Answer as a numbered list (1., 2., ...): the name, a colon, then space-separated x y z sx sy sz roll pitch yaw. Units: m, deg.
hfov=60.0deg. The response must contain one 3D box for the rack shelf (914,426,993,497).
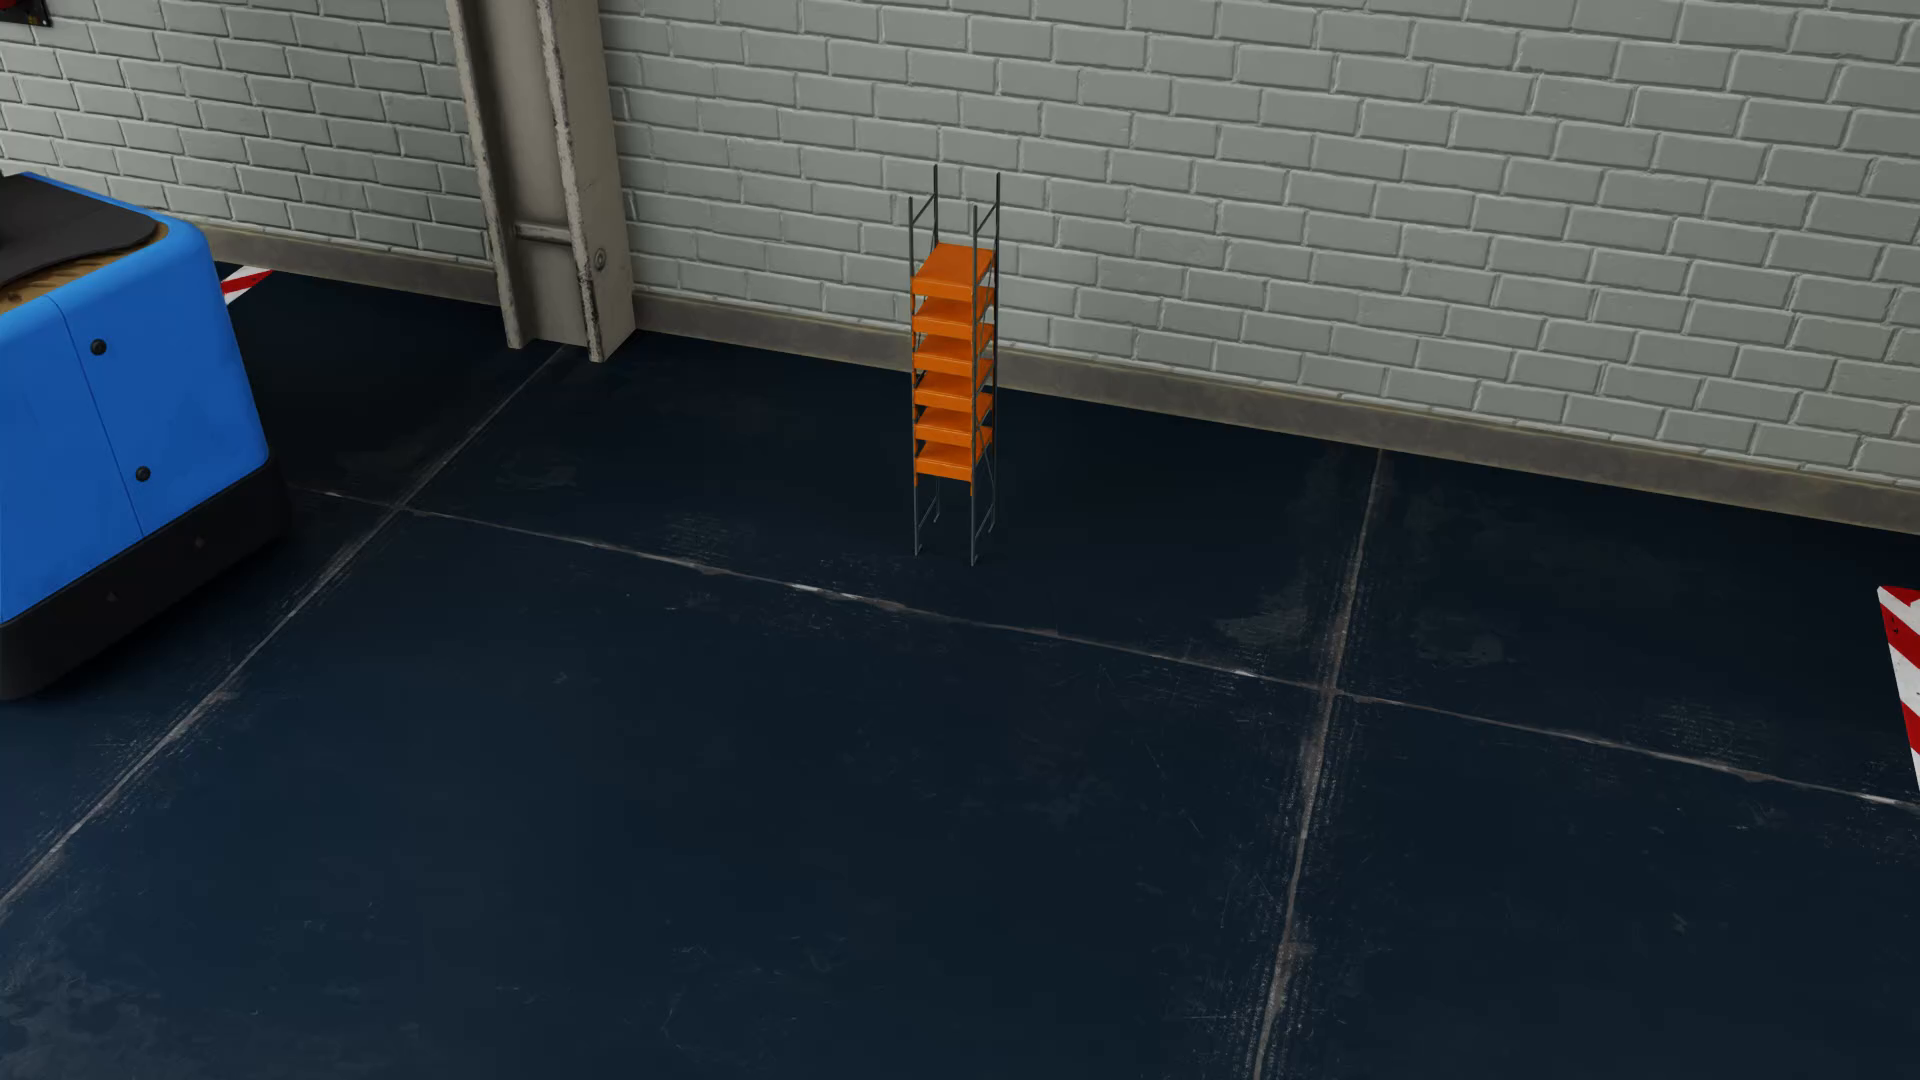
1. rack shelf: -0.014 -0.257 5.066 0.180 0.103 0.258 10 38 14

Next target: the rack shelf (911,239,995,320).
1. rack shelf: -0.014 -0.740 4.711 0.180 0.103 0.258 10 38 14

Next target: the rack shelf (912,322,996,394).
1. rack shelf: -0.014 -0.547 4.853 0.180 0.103 0.258 10 38 14

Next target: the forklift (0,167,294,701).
1. forklift: -3.624 -1.377 4.648 3.031 2.935 1.130 19 40 24

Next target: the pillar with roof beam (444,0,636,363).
1. pillar with roof beam: -2.746 -1.965 0.328 0.400 9.000 9.100 10 38 14

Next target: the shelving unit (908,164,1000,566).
1. shelving unit: -0.014 -0.486 4.898 0.189 1.200 0.258 10 38 14

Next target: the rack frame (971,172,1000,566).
1. rack frame: 0.074 -0.470 4.876 0.006 1.200 0.240 10 38 14

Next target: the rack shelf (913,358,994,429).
1. rack shelf: -0.014 -0.450 4.924 0.180 0.103 0.258 10 38 14

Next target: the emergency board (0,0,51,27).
1. emergency board: -3.810 -2.443 6.038 0.643 1.169 0.194 10 38 14

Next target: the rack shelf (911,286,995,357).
1. rack shelf: -0.014 -0.643 4.782 0.180 0.103 0.258 10 38 14

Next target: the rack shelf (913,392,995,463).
1. rack shelf: -0.014 -0.353 4.995 0.180 0.103 0.258 10 38 14

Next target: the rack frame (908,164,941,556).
1. rack frame: -0.101 -0.502 4.920 0.006 1.200 0.240 10 38 14
